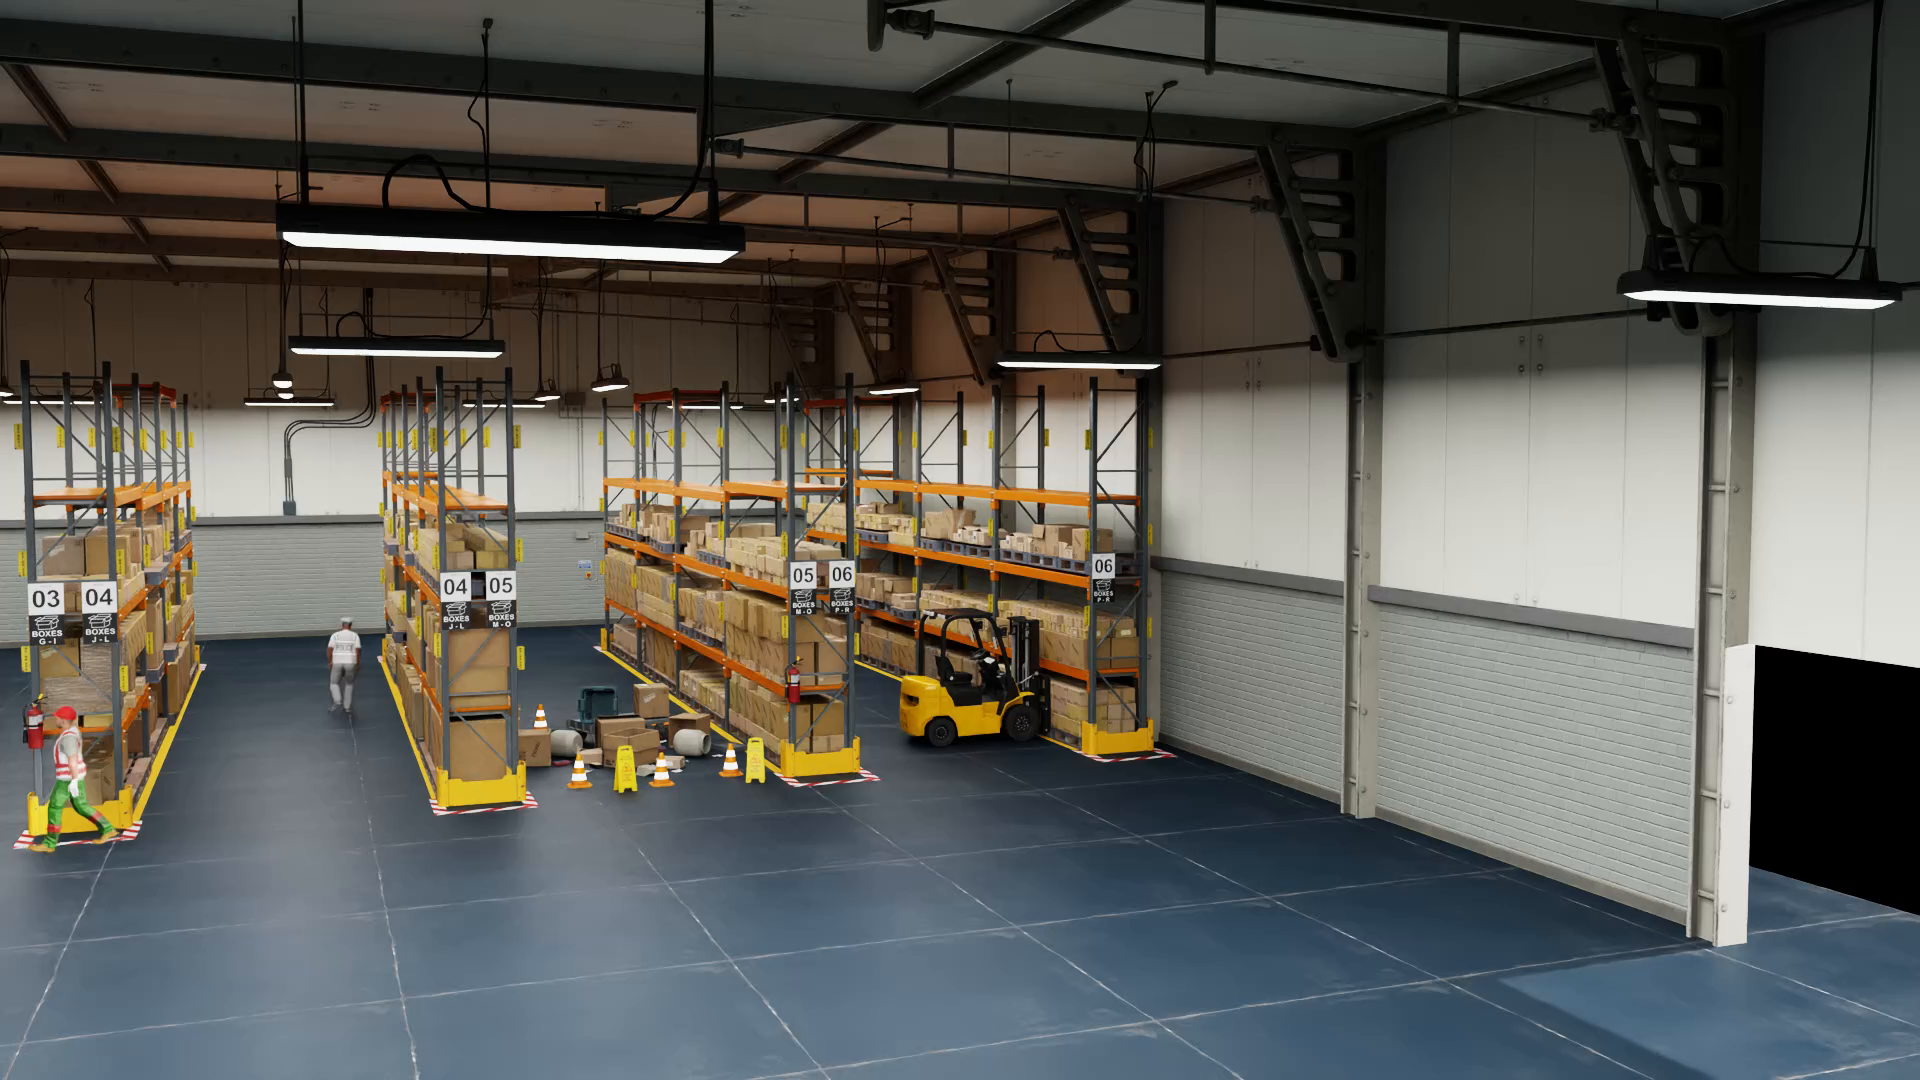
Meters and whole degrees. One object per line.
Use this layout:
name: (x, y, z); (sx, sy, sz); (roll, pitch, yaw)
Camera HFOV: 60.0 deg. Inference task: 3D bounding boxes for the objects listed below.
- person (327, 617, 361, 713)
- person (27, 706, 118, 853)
person: (-11.286, 2.309, 30.494); (0.594, 1.726, 0.669); (-1, 4, -19)
person: (-10.839, 2.906, 20.285); (0.944, 1.769, 0.598); (-1, 4, -16)
